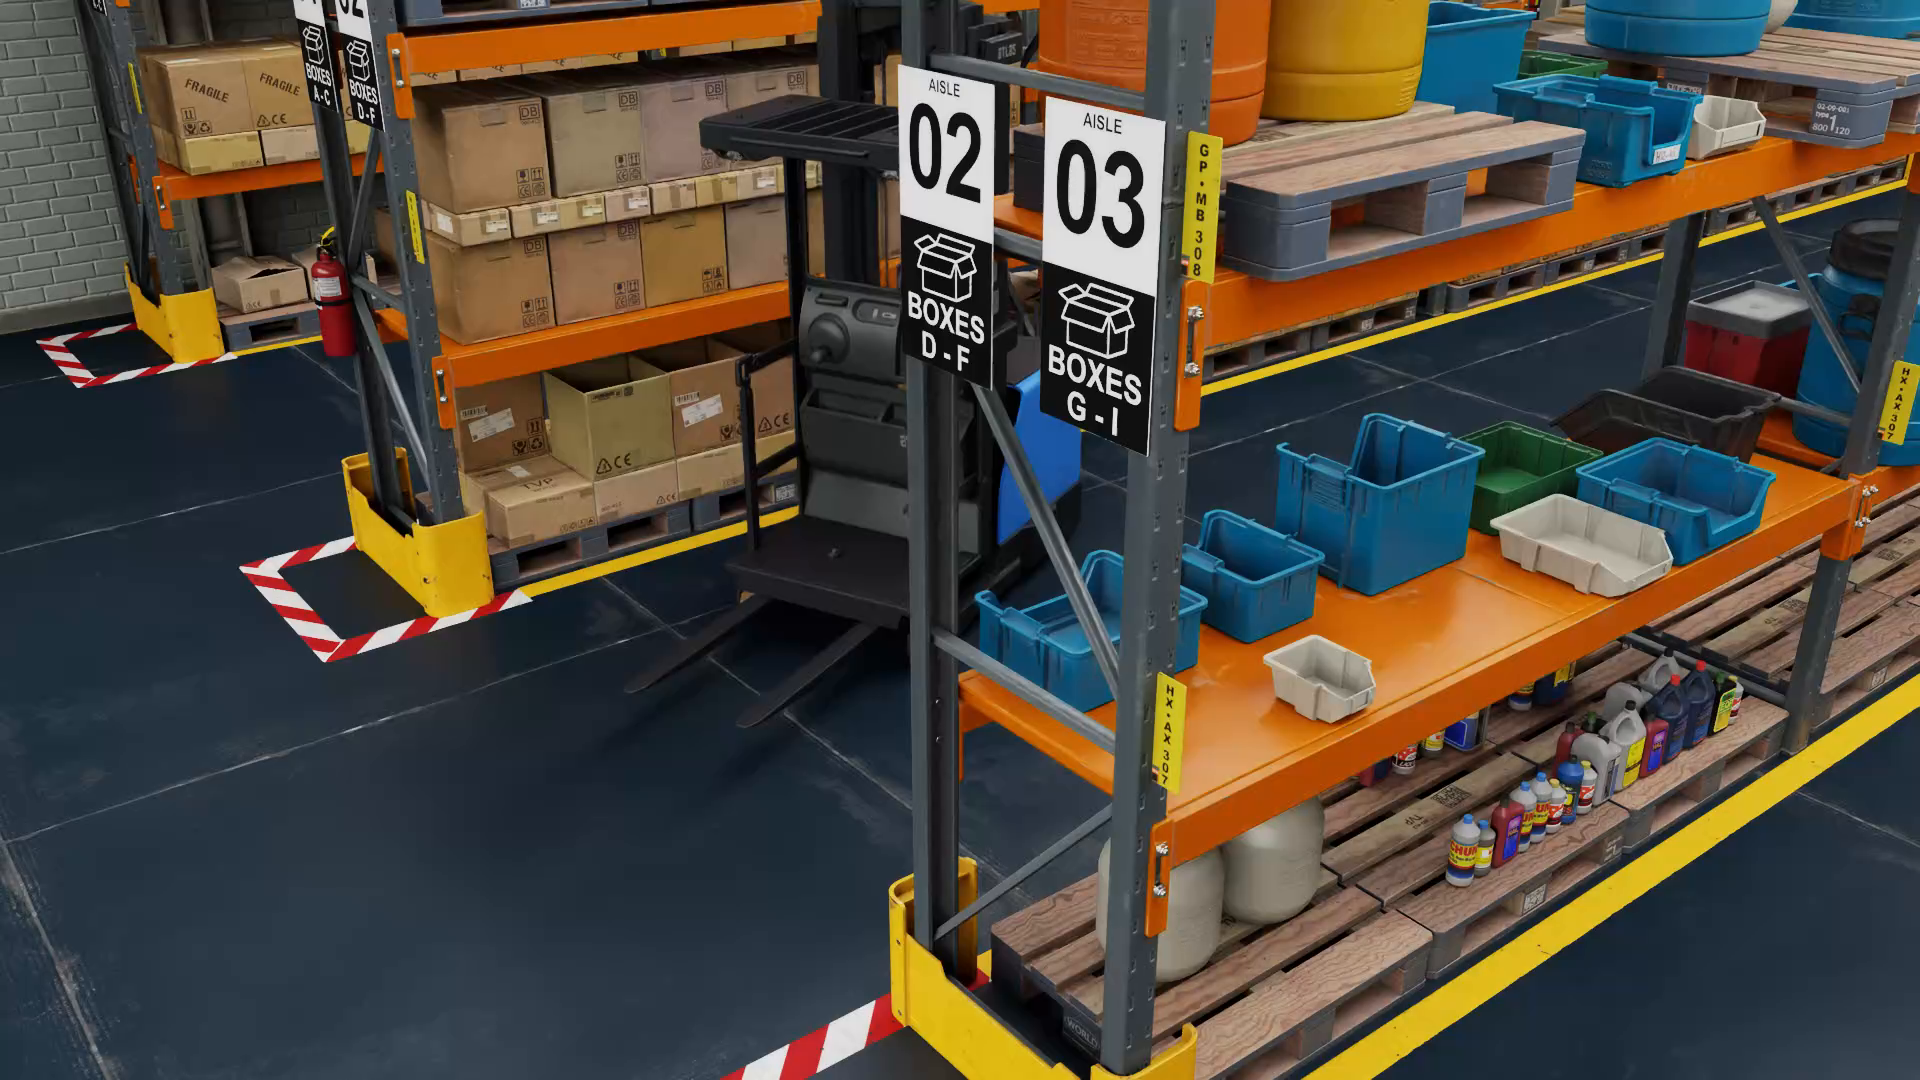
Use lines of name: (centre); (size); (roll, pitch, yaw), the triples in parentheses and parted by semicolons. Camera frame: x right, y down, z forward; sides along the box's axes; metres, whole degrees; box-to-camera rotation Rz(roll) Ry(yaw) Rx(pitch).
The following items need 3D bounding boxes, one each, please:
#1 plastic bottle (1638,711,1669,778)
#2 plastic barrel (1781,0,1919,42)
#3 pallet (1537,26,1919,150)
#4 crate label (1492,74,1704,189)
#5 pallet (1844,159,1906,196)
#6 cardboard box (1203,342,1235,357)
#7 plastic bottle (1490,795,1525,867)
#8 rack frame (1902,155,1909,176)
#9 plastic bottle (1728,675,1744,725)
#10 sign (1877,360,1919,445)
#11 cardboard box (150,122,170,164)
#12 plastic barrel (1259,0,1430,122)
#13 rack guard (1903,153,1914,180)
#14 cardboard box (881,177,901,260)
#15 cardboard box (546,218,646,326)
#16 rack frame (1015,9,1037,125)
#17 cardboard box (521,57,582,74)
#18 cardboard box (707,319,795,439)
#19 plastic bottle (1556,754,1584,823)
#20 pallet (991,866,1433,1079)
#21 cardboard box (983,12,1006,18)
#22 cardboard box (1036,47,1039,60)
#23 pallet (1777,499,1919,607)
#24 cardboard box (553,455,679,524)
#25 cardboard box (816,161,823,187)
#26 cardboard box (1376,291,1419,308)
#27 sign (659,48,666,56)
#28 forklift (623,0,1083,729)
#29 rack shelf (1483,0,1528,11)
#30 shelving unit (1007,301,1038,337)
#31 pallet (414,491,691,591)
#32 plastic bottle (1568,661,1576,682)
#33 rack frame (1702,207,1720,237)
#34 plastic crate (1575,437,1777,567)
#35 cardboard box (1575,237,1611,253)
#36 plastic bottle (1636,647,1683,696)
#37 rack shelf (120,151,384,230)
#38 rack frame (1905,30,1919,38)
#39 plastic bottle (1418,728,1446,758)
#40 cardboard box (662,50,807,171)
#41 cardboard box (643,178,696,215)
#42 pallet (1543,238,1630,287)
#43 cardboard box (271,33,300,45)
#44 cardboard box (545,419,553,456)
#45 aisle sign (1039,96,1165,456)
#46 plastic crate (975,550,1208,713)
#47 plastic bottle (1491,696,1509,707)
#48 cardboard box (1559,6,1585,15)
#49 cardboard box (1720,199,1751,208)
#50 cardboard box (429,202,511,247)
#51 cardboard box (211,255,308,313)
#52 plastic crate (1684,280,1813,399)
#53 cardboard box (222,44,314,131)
plastic bottle: (2.767, 0.804, 6.658); (0.133, 0.283, 0.061); (-16, 29, -31)
plastic barrel: (3.615, -2.389, 6.676); (0.708, 0.901, 0.600); (-18, 31, -34)
pallet: (2.842, -1.652, 5.908); (1.003, 0.211, 1.213); (-18, 31, -34)
crate label: (1.878, -1.228, 4.946); (0.408, 0.251, 0.502); (-18, 31, -34)
pallet: (9.052, -3.864, 17.325); (1.213, 0.211, 1.003); (-18, 31, -34)
cardboard box: (1.575, -1.473, 11.628); (0.500, 0.250, 0.500); (-19, 31, -36)
plastic bottle: (2.010, 1.054, 6.120); (0.133, 0.283, 0.061); (-18, 30, -33)
rack frame: (9.739, -5.356, 17.228); (0.127, 3.000, 1.000); (-18, 31, -34)
plastic bottle: (3.256, 0.670, 7.044); (0.097, 0.201, 0.097); (0, 25, 0)
sign: (3.680, -0.538, 6.516); (0.005, 0.325, 0.100); (-18, 31, -34)
cardboard box: (-5.664, -2.967, 12.234); (0.500, 0.250, 0.500); (-18, 30, -33)
plastic barrel: (1.020, -1.533, 4.704); (0.600, 0.588, 0.600); (0, 25, 0)
rack guard: (9.679, -4.203, 17.712); (0.348, 0.500, 1.175); (-18, 31, -34)
cardboard box: (-0.461, -2.028, 9.937); (0.500, 0.500, 0.700); (-19, 31, -35)
cardboard box: (-2.067, -1.500, 8.801); (0.500, 0.500, 0.700); (-17, 30, -33)
rack frame: (0.384, -4.918, 16.284); (0.127, 3.000, 1.000); (-18, 31, -34)
cardboard box: (-3.335, -3.803, 13.146); (0.500, 0.500, 0.500); (-18, 31, -34)
cardboard box: (-1.111, -0.938, 9.584); (0.500, 0.500, 0.500); (-18, 31, -34)
plastic bottle: (2.328, 0.945, 6.370); (0.097, 0.271, 0.097); (0, 25, 0)
pallet: (0.875, 1.462, 5.849); (1.213, 0.211, 1.003); (-18, 31, -34)
cardboard box: (0.020, -5.038, 15.900); (0.500, 0.500, 0.700); (-23, 33, -40)
cardboard box: (0.786, -4.822, 16.352); (0.250, 0.149, 0.380); (-19, 31, -35)
pallet: (4.904, 0.132, 8.714); (1.213, 0.211, 1.003); (-18, 31, -34)
cardboard box: (-1.902, -0.340, 9.187); (0.500, 0.250, 0.500); (-18, 31, -34)
cardboard box: (-0.786, -2.108, 9.339); (0.250, 0.149, 0.380); (-17, 30, -33)
cardboard box: (3.180, -2.004, 12.772); (0.500, 0.250, 0.500); (-17, 30, -33)
sign: (-2.423, -4.094, 13.480); (0.005, 0.325, 0.100); (-18, 31, -34)
forklift: (-0.465, -0.960, 7.838); (1.130, 2.935, 3.031); (13, 28, 26)
rack shelf: (5.105, -6.150, 19.794); (4.000, 0.370, 1.077); (-18, 31, -34)
shelving unit: (0.287, -0.776, 9.496); (0.258, 1.200, 0.189); (13, 28, 26)
pallet: (-2.276, -0.148, 9.317); (1.213, 0.211, 1.003); (-18, 31, -34)
plastic bottle: (2.657, 0.501, 7.311); (0.133, 0.283, 0.061); (-18, 31, -34)
rack frame: (6.591, -4.317, 14.989); (0.127, 3.000, 1.000); (-18, 31, -34)
plastic crate: (2.646, -0.152, 6.192); (0.616, 0.251, 0.499); (-18, 31, -34)
cardboard box: (5.192, -2.771, 14.104); (0.500, 0.500, 0.500); (-19, 31, -36)
plastic bottle: (2.931, 0.620, 6.975); (0.185, 0.351, 0.144); (-18, 31, -34)
rack shelf: (-4.338, -3.033, 13.077); (4.000, 0.370, 1.077); (-18, 31, -34)
rack frame: (3.349, -3.318, 5.711); (0.127, 3.000, 1.000); (-18, 31, -34)
plastic bottle: (1.937, 0.781, 6.805); (0.097, 0.201, 0.097); (0, 25, 0)
cardboard box: (-1.234, -2.364, 9.121); (0.500, 0.500, 0.700); (-18, 31, -34)
cardboard box: (-1.599, -1.839, 8.760); (0.250, 0.149, 0.380); (-19, 31, -36)
pallet: (5.013, -2.510, 14.407); (1.213, 0.211, 1.003); (-18, 31, -34)
cardboard box: (-4.866, -3.577, 12.658); (0.500, 0.500, 0.500); (-19, 31, -35)
cardboard box: (-2.226, -0.514, 9.562); (0.500, 0.250, 0.500); (-18, 31, -34)
aisle sign: (0.326, -0.622, 3.938); (0.004, 0.787, 0.394); (-18, 31, -34)
plastic crate: (0.411, 0.280, 5.260); (0.616, 0.251, 0.499); (-18, 31, -34)
plastic bottle: (2.309, 0.526, 7.177); (0.185, 0.351, 0.144); (-20, 31, -36)
cardboard box: (5.578, -4.304, 14.344); (0.500, 0.500, 0.700); (-13, 28, -26)
cardboard box: (7.055, -3.334, 15.543); (0.500, 0.311, 0.500); (-18, 31, -34)
cardboard box: (-2.410, -1.570, 8.181); (0.250, 0.149, 0.380); (-19, 31, -34)
cardboard box: (-5.312, -1.970, 12.603); (0.500, 0.311, 0.500); (-23, 33, -40)
plastic crate: (3.541, -0.853, 7.449); (0.583, 0.464, 0.402); (-18, 31, -34)
cardboard box: (-4.956, -3.271, 11.998); (0.500, 0.500, 0.500); (-18, 30, -34)
